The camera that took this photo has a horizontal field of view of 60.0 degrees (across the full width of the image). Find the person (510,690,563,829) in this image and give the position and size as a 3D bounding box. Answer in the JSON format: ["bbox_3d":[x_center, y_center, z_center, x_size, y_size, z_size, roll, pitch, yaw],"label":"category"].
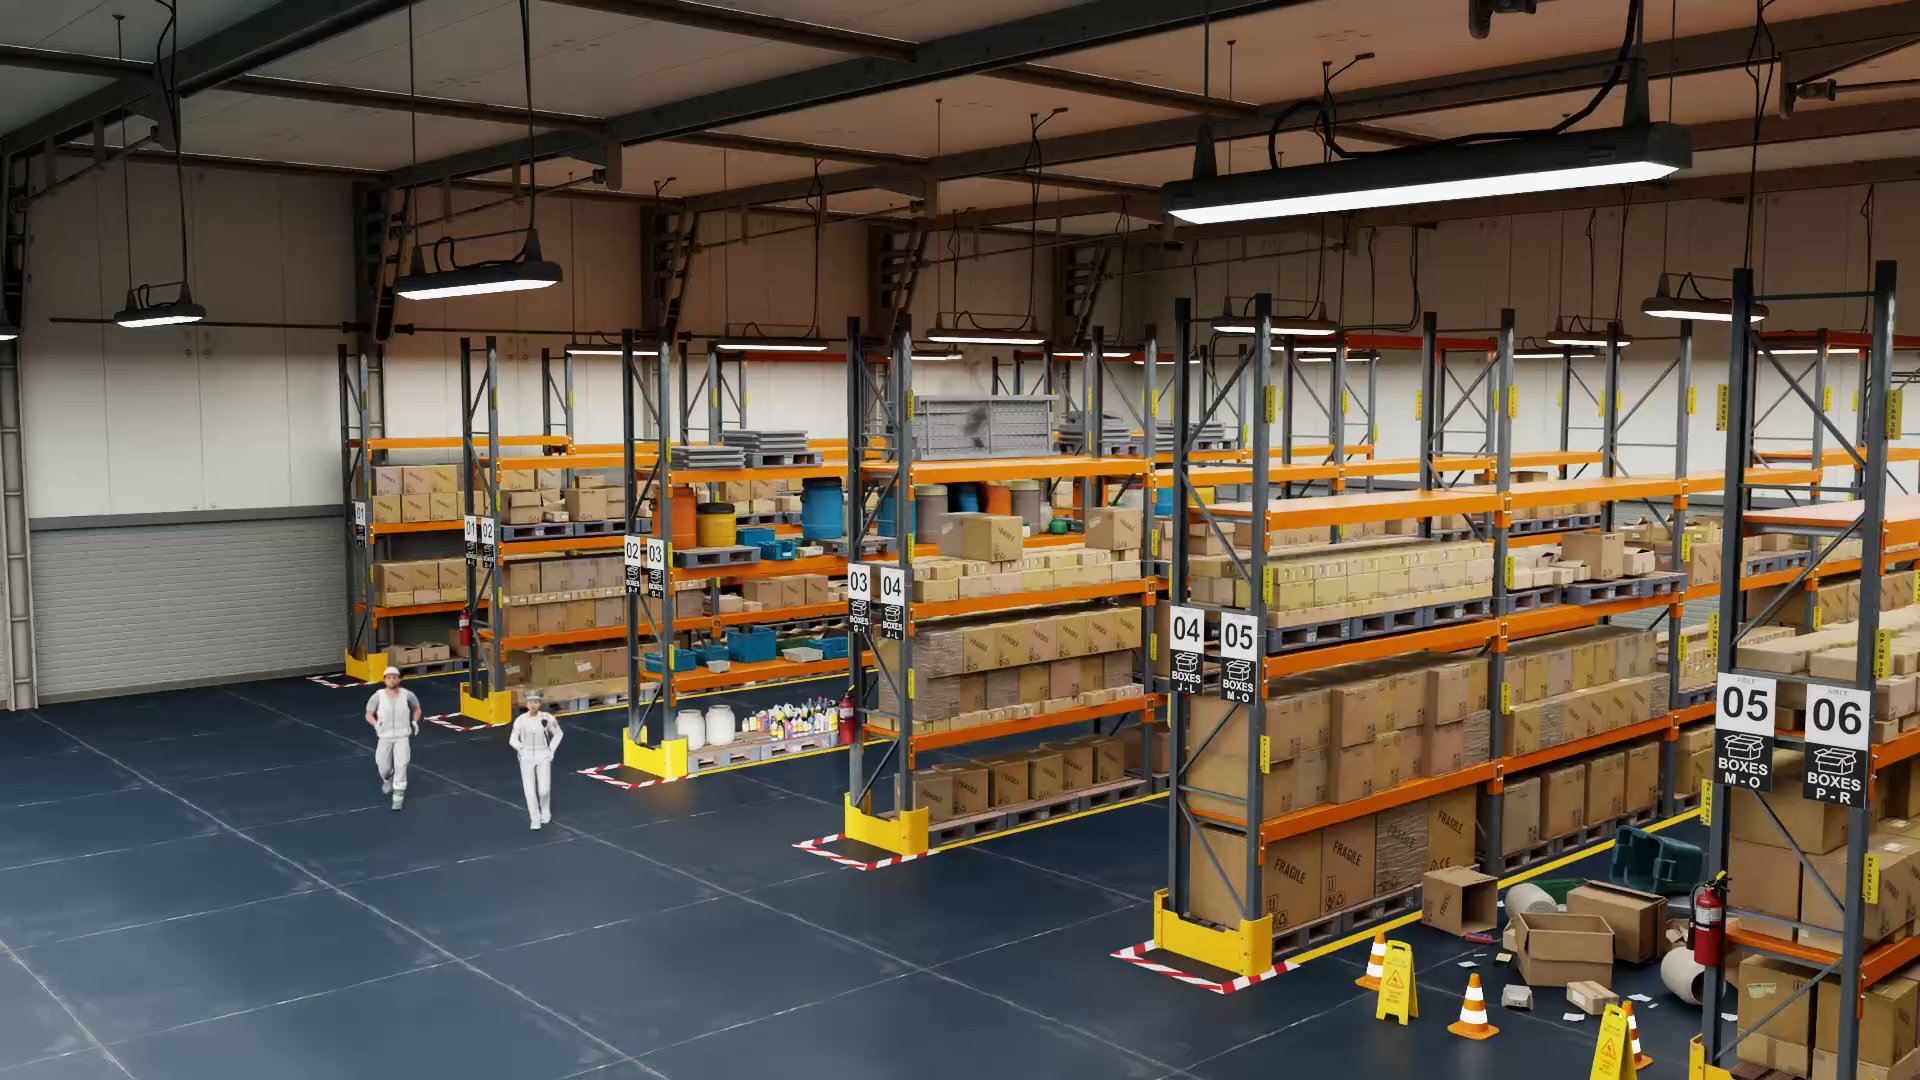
[{"bbox_3d":[-4.986,2.584,19.546,0.605,1.654,0.547,-1,5,-10],"label":"person"}]

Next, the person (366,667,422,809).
[{"bbox_3d":[-7.045,2.444,20.691,0.645,1.745,0.762,-2,5,-19],"label":"person"}]

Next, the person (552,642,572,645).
[{"bbox_3d":[-6.818,1.725,28.751,0.682,1.753,0.769,4,7,39],"label":"person"}]
